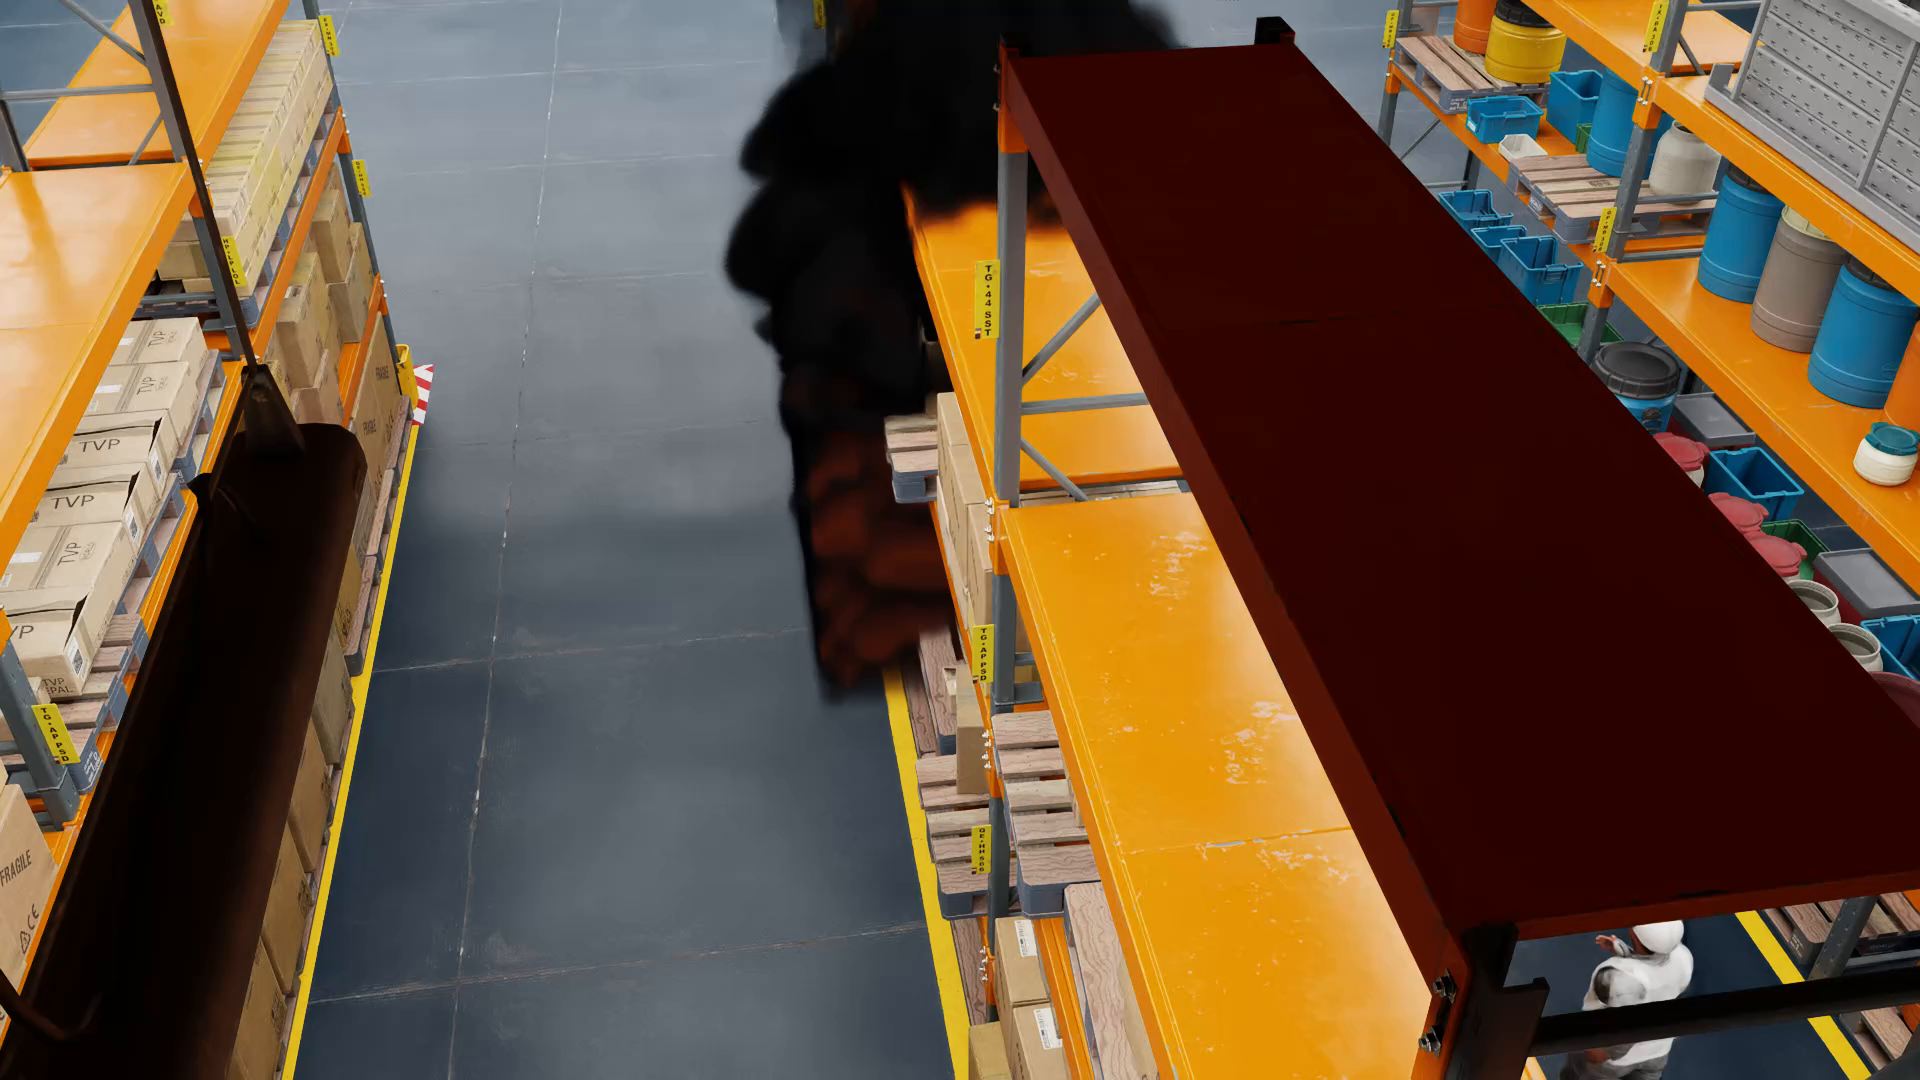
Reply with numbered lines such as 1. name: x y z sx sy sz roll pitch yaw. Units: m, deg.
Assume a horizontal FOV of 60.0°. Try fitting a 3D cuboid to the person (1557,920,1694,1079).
1. person: 3.239 2.455 8.132 0.600 1.847 0.821 -8 37 -11
